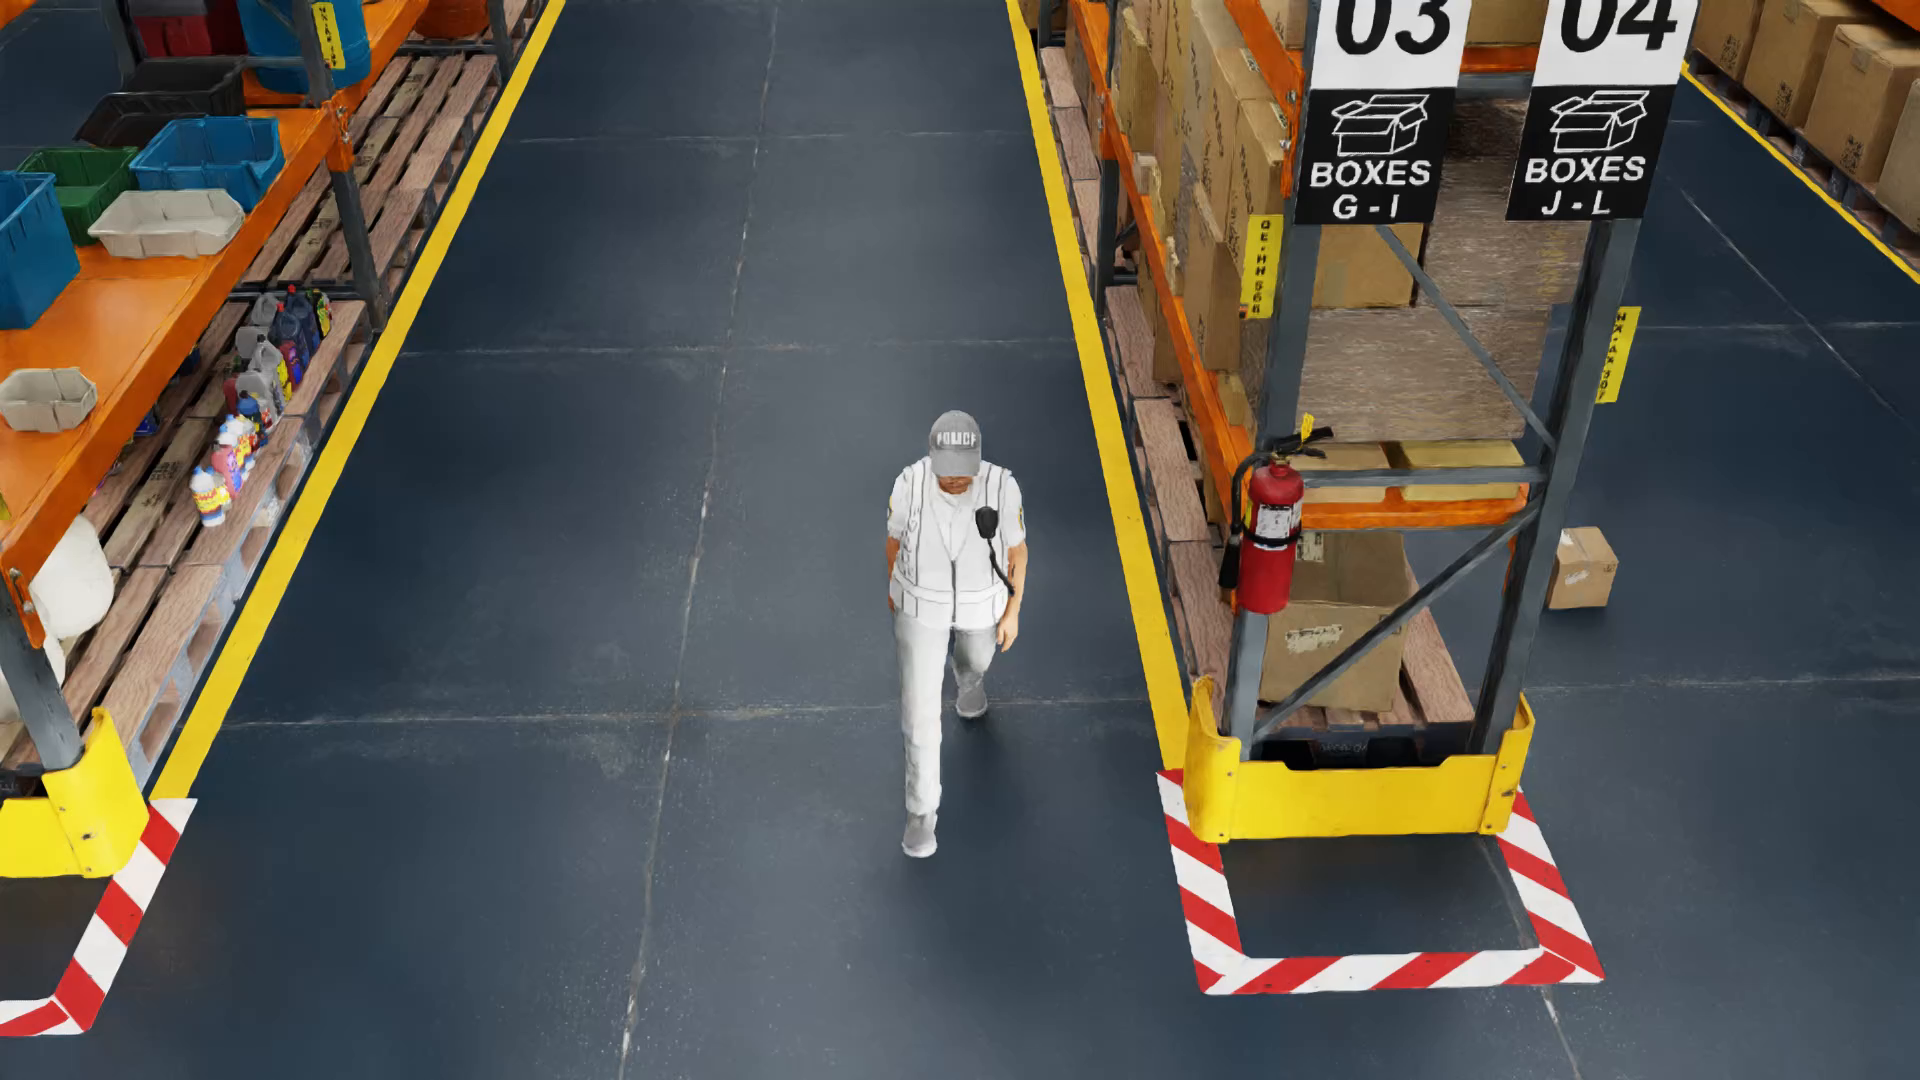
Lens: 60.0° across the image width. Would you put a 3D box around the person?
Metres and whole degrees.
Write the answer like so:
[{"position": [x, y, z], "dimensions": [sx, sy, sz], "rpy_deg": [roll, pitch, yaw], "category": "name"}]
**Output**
[{"position": [-0.010, 0.216, 5.859], "dimensions": [0.484, 1.605, 1.042], "rpy_deg": [-2, 36, -3], "category": "person"}]
